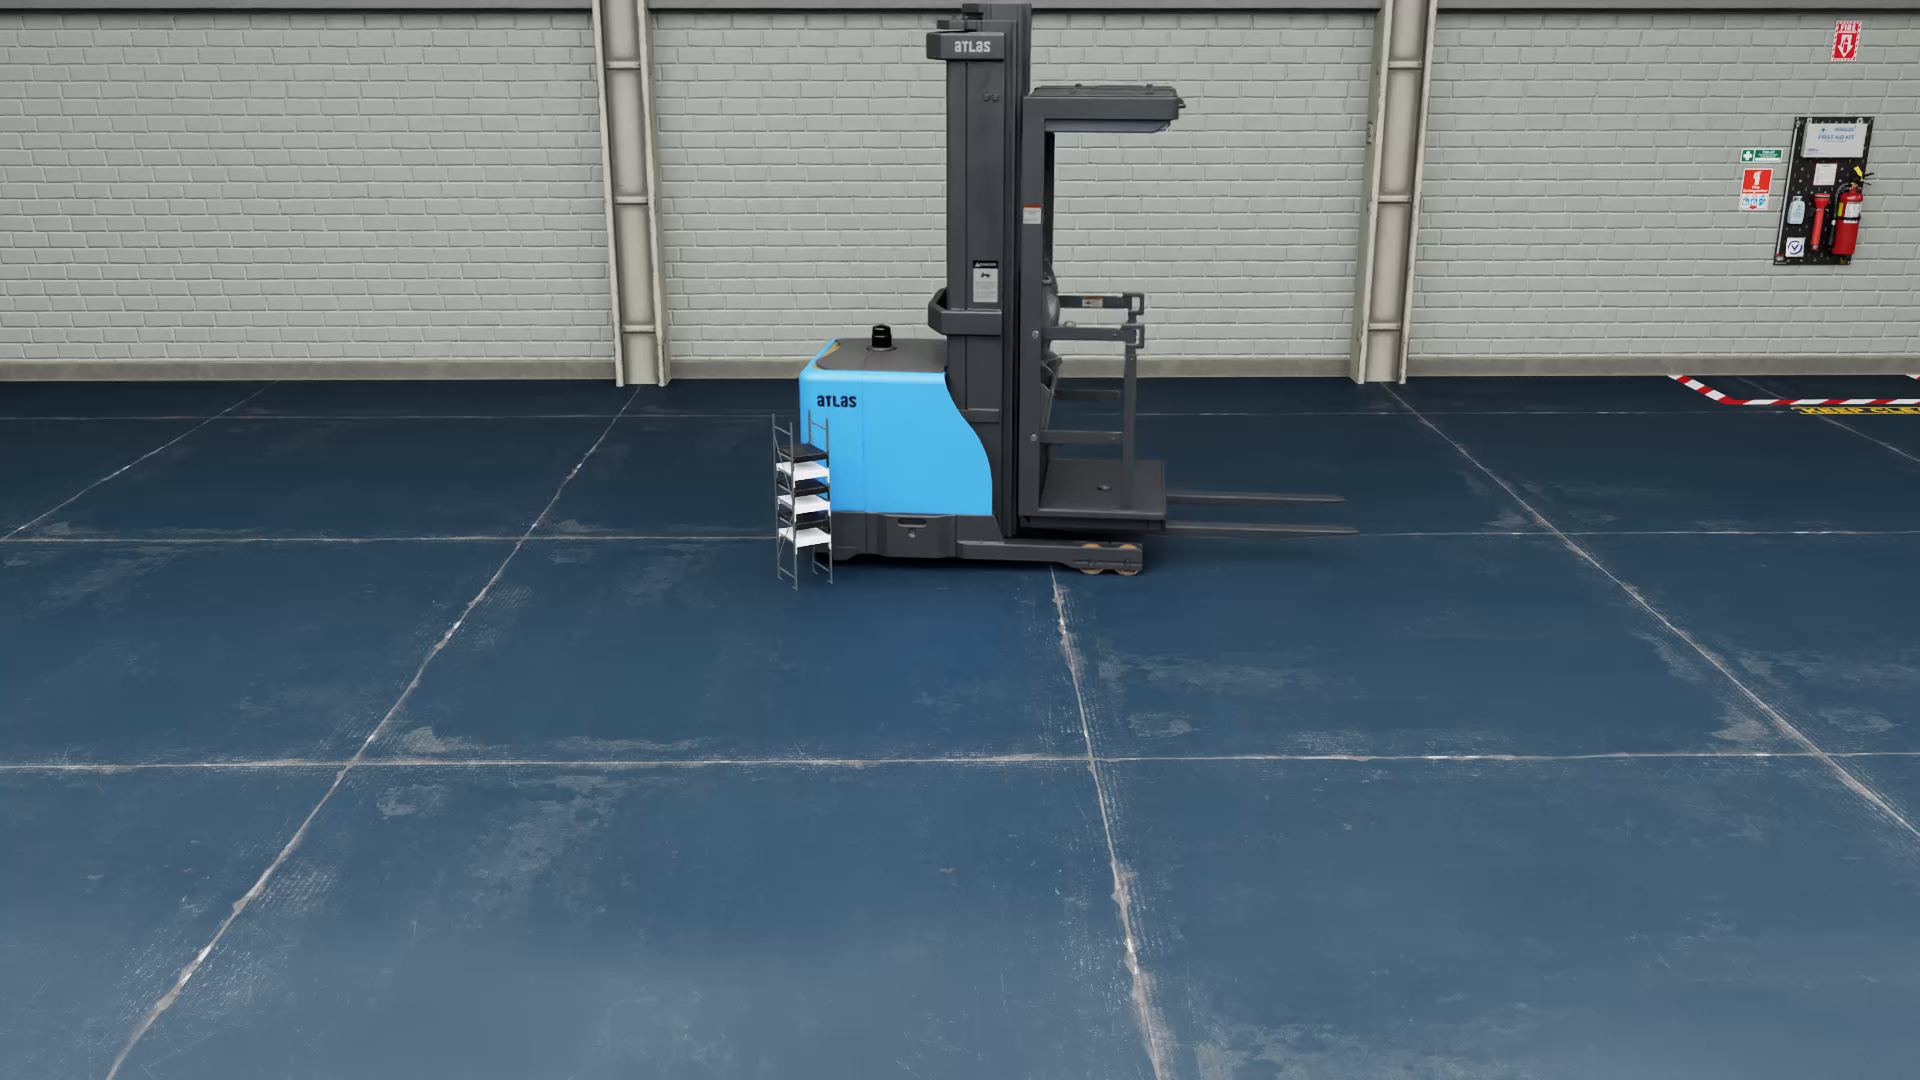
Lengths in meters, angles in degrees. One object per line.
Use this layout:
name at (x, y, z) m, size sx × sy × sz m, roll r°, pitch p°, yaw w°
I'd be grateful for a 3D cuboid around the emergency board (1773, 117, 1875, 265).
emergency board at (6.950, -2.773, 13.282) m, size 0.643 × 1.169 × 0.194 m, roll 0°, pitch 18°, yaw -1°

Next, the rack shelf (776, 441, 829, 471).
rack shelf at (-0.827, -0.437, 8.661) m, size 0.200 × 0.077 × 0.258 m, roll -10°, pitch 20°, yaw -28°

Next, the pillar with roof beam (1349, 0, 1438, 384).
pillar with roof beam at (3.490, -4.286, 8.178) m, size 0.400 × 9.000 × 9.100 m, roll 0°, pitch 18°, yaw -1°

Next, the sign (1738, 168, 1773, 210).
sign at (6.396, -2.819, 13.367) m, size 0.234 × 0.329 × 0.001 m, roll 0°, pitch 18°, yaw -1°

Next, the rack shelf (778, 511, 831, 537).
rack shelf at (-0.827, -0.094, 8.771) m, size 0.200 × 0.077 × 0.258 m, roll -10°, pitch 20°, yaw -28°

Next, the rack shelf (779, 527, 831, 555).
rack shelf at (-0.827, -0.008, 8.799) m, size 0.200 × 0.077 × 0.258 m, roll -10°, pitch 20°, yaw -28°

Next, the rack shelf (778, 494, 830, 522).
rack shelf at (-0.827, -0.180, 8.744) m, size 0.200 × 0.077 × 0.258 m, roll -10°, pitch 20°, yaw -28°

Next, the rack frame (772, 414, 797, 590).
rack frame at (-0.915, -0.196, 8.686) m, size 0.006 × 0.900 × 0.240 m, roll -10°, pitch 20°, yaw -28°

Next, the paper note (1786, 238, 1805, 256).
paper note at (6.772, -2.374, 13.480) m, size 0.142 × 0.148 × 0.016 m, roll 0°, pitch 18°, yaw -1°

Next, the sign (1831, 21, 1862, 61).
sign at (6.941, -3.908, 13.023) m, size 0.199 × 0.298 × 0.001 m, roll 0°, pitch 18°, yaw -1°

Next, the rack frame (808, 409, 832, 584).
rack frame at (-0.739, -0.227, 8.782) m, size 0.006 × 0.900 × 0.240 m, roll -10°, pitch 20°, yaw -28°

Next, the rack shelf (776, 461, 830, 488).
rack shelf at (-0.827, -0.351, 8.689) m, size 0.200 × 0.077 × 0.258 m, roll -10°, pitch 20°, yaw -28°

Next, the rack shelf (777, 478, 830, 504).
rack shelf at (-0.827, -0.265, 8.716) m, size 0.200 × 0.077 × 0.258 m, roll -10°, pitch 20°, yaw -28°

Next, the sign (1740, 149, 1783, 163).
sign at (6.400, -3.069, 13.277) m, size 0.331 × 0.109 × 0.001 m, roll 0°, pitch 18°, yaw -1°

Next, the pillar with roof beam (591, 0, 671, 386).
pillar with roof beam at (-2.509, -4.258, 8.088) m, size 0.400 × 9.000 × 9.100 m, roll 0°, pitch 18°, yaw -1°

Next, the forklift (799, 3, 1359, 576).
forklift at (0.676, -1.373, 9.029) m, size 3.031 × 2.935 × 1.130 m, roll 2°, pitch 18°, yaw 6°

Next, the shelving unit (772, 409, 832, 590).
shelving unit at (-0.827, -0.211, 8.734) m, size 0.210 × 0.900 × 0.258 m, roll -10°, pitch 20°, yaw -28°
